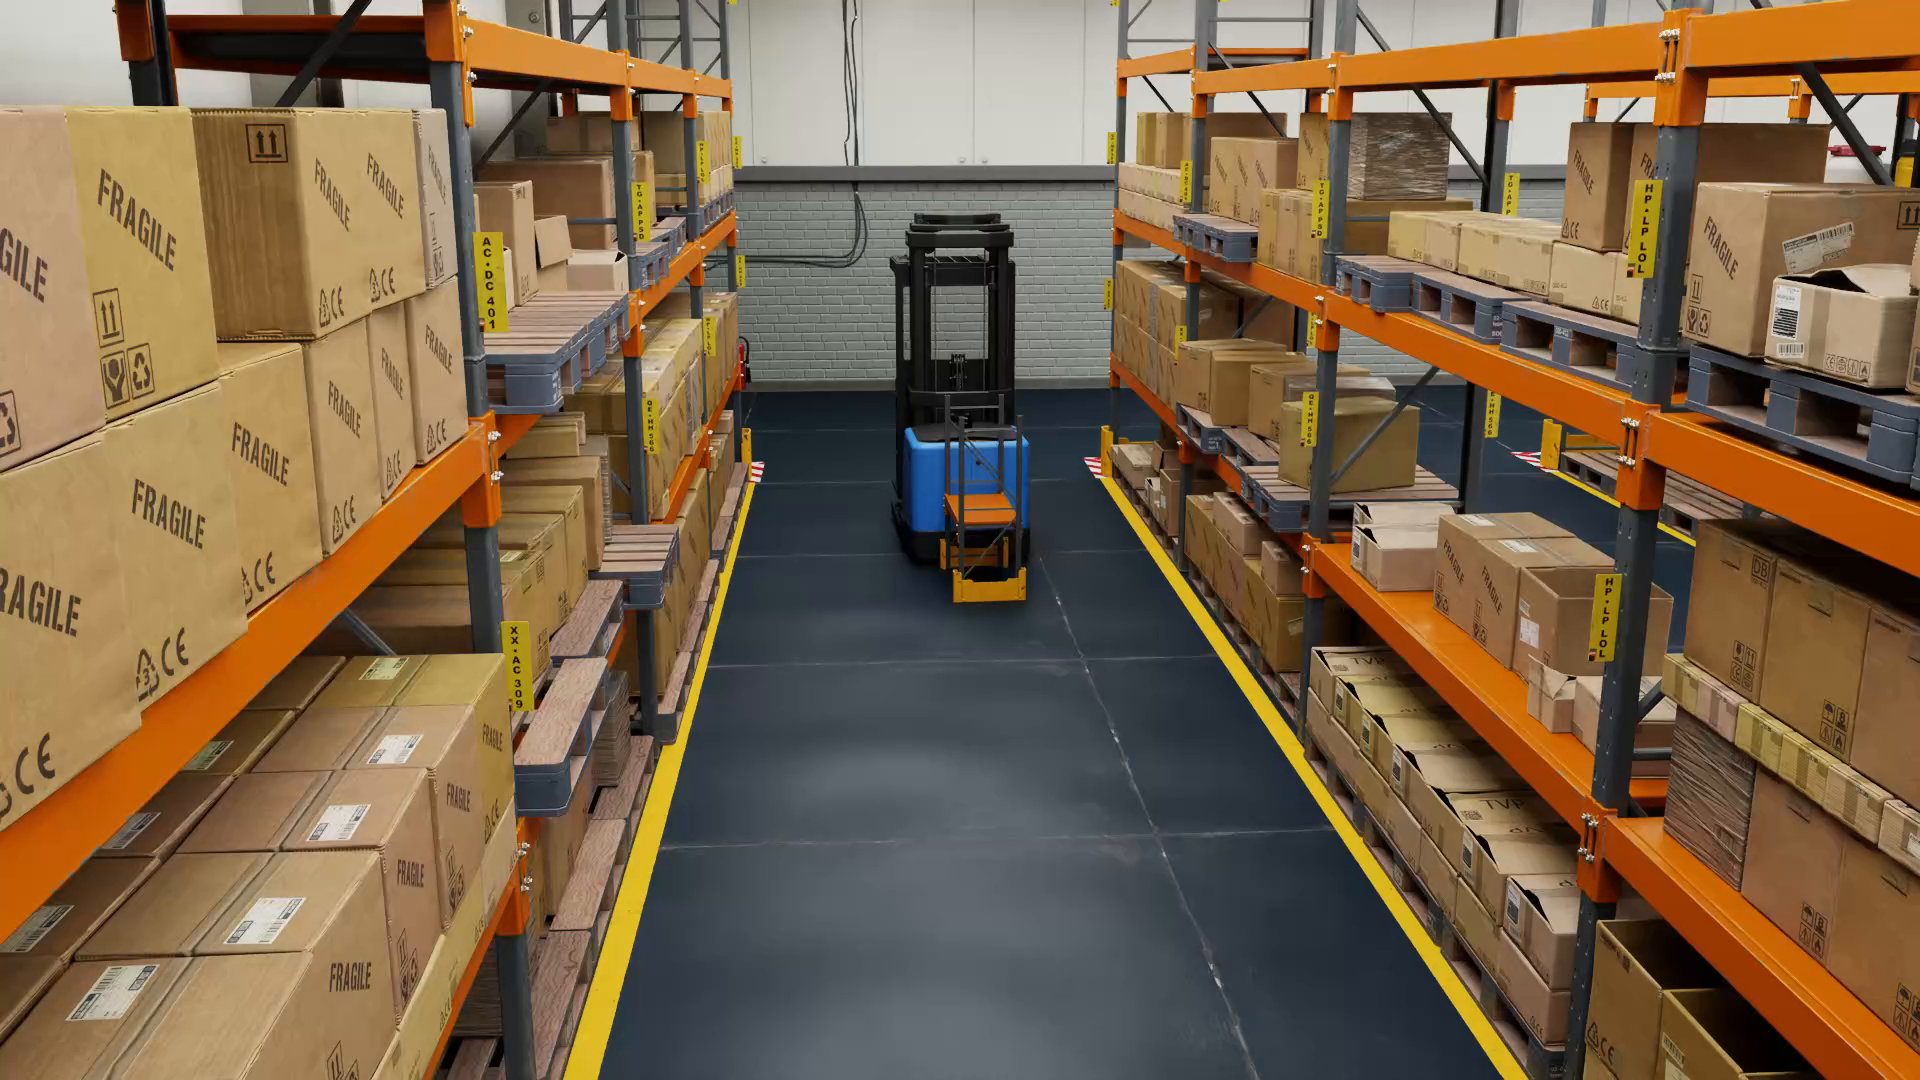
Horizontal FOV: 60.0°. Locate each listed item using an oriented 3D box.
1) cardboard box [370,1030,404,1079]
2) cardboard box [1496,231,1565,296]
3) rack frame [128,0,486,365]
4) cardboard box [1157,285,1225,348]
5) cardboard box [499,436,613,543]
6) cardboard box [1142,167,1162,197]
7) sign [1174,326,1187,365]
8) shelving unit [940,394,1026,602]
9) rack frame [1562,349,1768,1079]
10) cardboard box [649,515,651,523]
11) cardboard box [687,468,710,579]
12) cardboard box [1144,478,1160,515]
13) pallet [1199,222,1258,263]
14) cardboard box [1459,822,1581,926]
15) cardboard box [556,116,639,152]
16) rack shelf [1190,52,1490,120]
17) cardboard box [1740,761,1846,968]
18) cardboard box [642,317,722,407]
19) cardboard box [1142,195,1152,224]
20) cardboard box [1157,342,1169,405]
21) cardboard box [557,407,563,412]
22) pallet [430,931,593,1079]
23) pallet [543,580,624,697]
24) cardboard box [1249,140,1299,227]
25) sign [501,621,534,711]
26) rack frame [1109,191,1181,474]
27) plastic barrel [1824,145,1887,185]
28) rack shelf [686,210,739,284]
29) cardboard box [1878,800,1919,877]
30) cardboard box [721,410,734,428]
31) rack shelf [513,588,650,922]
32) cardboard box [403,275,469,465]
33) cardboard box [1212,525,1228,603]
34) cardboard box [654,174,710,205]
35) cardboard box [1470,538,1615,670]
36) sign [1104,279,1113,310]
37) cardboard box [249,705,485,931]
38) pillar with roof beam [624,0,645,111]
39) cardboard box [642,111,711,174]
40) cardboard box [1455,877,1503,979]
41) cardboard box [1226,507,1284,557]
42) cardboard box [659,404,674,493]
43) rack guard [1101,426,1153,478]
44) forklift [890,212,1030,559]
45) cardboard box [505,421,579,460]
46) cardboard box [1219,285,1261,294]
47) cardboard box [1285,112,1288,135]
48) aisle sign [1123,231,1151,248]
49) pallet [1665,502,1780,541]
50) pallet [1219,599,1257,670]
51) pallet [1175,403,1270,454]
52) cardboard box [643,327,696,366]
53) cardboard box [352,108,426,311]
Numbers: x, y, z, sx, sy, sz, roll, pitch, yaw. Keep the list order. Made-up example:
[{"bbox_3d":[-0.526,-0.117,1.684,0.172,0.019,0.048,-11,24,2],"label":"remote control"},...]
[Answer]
[{"bbox_3d":[-1.649,1.420,3.973,0.500,0.250,0.500,-1,14,-3],"label":"cardboard box"},{"bbox_3d":[2.804,-1.268,7.595,0.500,0.250,0.500,-2,15,-8],"label":"cardboard box"},{"bbox_3d":[-2.082,-2.036,5.102,1.000,3.000,0.127,-1,14,-3],"label":"rack frame"},{"bbox_3d":[2.042,-1.979,14.715,0.500,0.500,0.500,-1,14,-5],"label":"cardboard box"},{"bbox_3d":[-2.291,-0.270,9.195,0.700,0.500,0.500,-3,15,-10],"label":"cardboard box"},{"bbox_3d":[1.978,-3.309,15.370,0.500,0.250,0.500,-1,14,-3],"label":"cardboard box"},{"bbox_3d":[1.825,-1.606,13.736,0.100,0.325,0.005,-1,14,-3],"label":"sign"},{"bbox_3d":[0.179,-0.368,13.670,0.587,1.500,1.083,-2,15,-6],"label":"shelving unit"},{"bbox_3d":[2.862,0.792,6.151,1.000,3.000,0.127,-1,14,-3],"label":"rack frame"},{"bbox_3d":[-2.126,-0.161,10.321,0.380,0.149,0.250,-1,14,-3],"label":"cardboard box"},{"bbox_3d":[-2.408,-0.122,13.178,0.750,0.750,0.750,-1,14,-3],"label":"cardboard box"},{"bbox_3d":[2.001,-0.432,15.422,0.500,0.311,0.500,-1,14,-3],"label":"cardboard box"},{"bbox_3d":[2.404,-2.138,11.896,1.213,0.211,1.003,-1,14,-3],"label":"pallet"},{"bbox_3d":[2.512,1.423,7.248,0.500,0.311,0.500,0,14,-2],"label":"cardboard box"},{"bbox_3d":[-2.654,-2.976,12.190,0.500,0.250,0.500,0,14,1],"label":"cardboard box"},{"bbox_3d":[2.490,-3.063,11.342,1.077,0.370,4.000,-1,14,-3],"label":"rack shelf"},{"bbox_3d":[2.935,0.985,5.200,0.700,0.500,0.500,-1,14,-4],"label":"cardboard box"},{"bbox_3d":[-2.635,-1.582,14.776,0.980,0.700,0.700,-1,14,-5],"label":"cardboard box"},{"bbox_3d":[1.984,-3.067,15.433,0.500,0.250,0.500,-1,14,-3],"label":"cardboard box"},{"bbox_3d":[2.046,-1.494,14.837,0.500,0.500,0.500,0,14,-2],"label":"cardboard box"},{"bbox_3d":[-2.617,-0.799,9.994,0.500,0.250,0.500,0,14,-2],"label":"cardboard box"},{"bbox_3d":[-2.132,2.027,6.950,1.003,0.211,1.213,-1,14,-3],"label":"pallet"},{"bbox_3d":[-2.167,0.460,7.829,1.003,0.211,1.213,-1,14,-3],"label":"pallet"},{"bbox_3d":[2.409,-2.492,11.652,0.600,0.600,0.600,-1,15,-6],"label":"cardboard box"},{"bbox_3d":[-1.541,0.440,5.782,0.100,0.325,0.005,-1,14,-3],"label":"sign"},{"bbox_3d":[2.118,-2.192,17.750,1.000,3.000,0.127,-1,14,-3],"label":"rack frame"},{"bbox_3d":[7.092,-2.860,13.210,0.433,0.535,0.433,0,14,0],"label":"plastic barrel"},{"bbox_3d":[-2.702,-2.722,15.232,1.077,0.370,4.000,-1,14,-3],"label":"rack shelf"},{"bbox_3d":[2.769,0.820,4.541,0.380,0.149,0.250,-1,14,-5],"label":"cardboard box"},{"bbox_3d":[-2.493,-1.220,16.844,0.380,0.149,0.250,-1,14,-4],"label":"cardboard box"},{"bbox_3d":[-2.206,0.721,7.873,1.077,0.370,4.000,-1,14,-3],"label":"rack shelf"},{"bbox_3d":[-1.804,-0.519,4.985,0.500,0.500,0.500,0,14,-2],"label":"cardboard box"},{"bbox_3d":[2.220,0.181,12.660,0.500,0.500,0.500,-1,14,-3],"label":"cardboard box"},{"bbox_3d":[-2.358,-2.928,13.847,0.500,0.250,0.500,-1,14,-4],"label":"cardboard box"},{"bbox_3d":[2.767,0.297,7.875,0.500,0.500,0.500,-1,14,-3],"label":"cardboard box"},{"bbox_3d":[1.577,-2.603,17.609,0.100,0.325,0.005,-1,14,-3],"label":"sign"},{"bbox_3d":[-1.708,0.806,4.852,0.500,0.500,0.500,-1,14,-4],"label":"cardboard box"},{"bbox_3d":[0.440,-5.745,19.518,9.100,9.000,0.400,-1,14,-3],"label":"pillar with roof beam"},{"bbox_3d":[-2.342,-3.297,13.775,0.500,0.500,0.500,-1,14,-4],"label":"cardboard box"},{"bbox_3d":[2.517,1.696,7.313,0.500,0.250,0.500,-1,14,-4],"label":"cardboard box"},{"bbox_3d":[2.246,-0.065,12.113,0.500,0.250,0.500,-1,14,-4],"label":"cardboard box"},{"bbox_3d":[-2.128,-0.582,10.656,0.500,0.500,0.500,0,14,-2],"label":"cardboard box"},{"bbox_3d":[2.123,-0.963,17.988,1.175,0.500,0.348,-1,14,-3],"label":"rack guard"},{"bbox_3d":[-0.071,-1.575,15.490,1.130,2.935,3.031,-2,15,-6],"label":"forklift"},{"bbox_3d":[-2.244,-0.536,8.926,0.380,0.149,0.250,-3,15,-13],"label":"cardboard box"},{"bbox_3d":[2.585,-1.980,14.717,0.500,0.500,0.500,-1,14,-5],"label":"cardboard box"},{"bbox_3d":[2.408,-3.429,14.332,0.700,0.500,0.500,-1,14,-3],"label":"cardboard box"},{"bbox_3d":[1.821,-3.463,17.474,0.394,0.787,0.004,-1,14,-3],"label":"aisle sign"},{"bbox_3d":[7.226,-0.105,15.233,1.003,0.211,1.213,-1,14,-3],"label":"pallet"},{"bbox_3d":[2.533,0.659,12.265,1.003,0.211,1.213,-1,14,-3],"label":"pallet"},{"bbox_3d":[2.307,-0.904,13.128,1.003,0.211,1.213,-1,14,-3],"label":"pallet"},{"bbox_3d":[-2.272,-1.446,12.506,0.500,0.250,0.500,-1,14,-2],"label":"cardboard box"},{"bbox_3d":[-1.736,-0.868,4.337,0.500,0.500,0.500,0,14,0],"label":"cardboard box"}]
